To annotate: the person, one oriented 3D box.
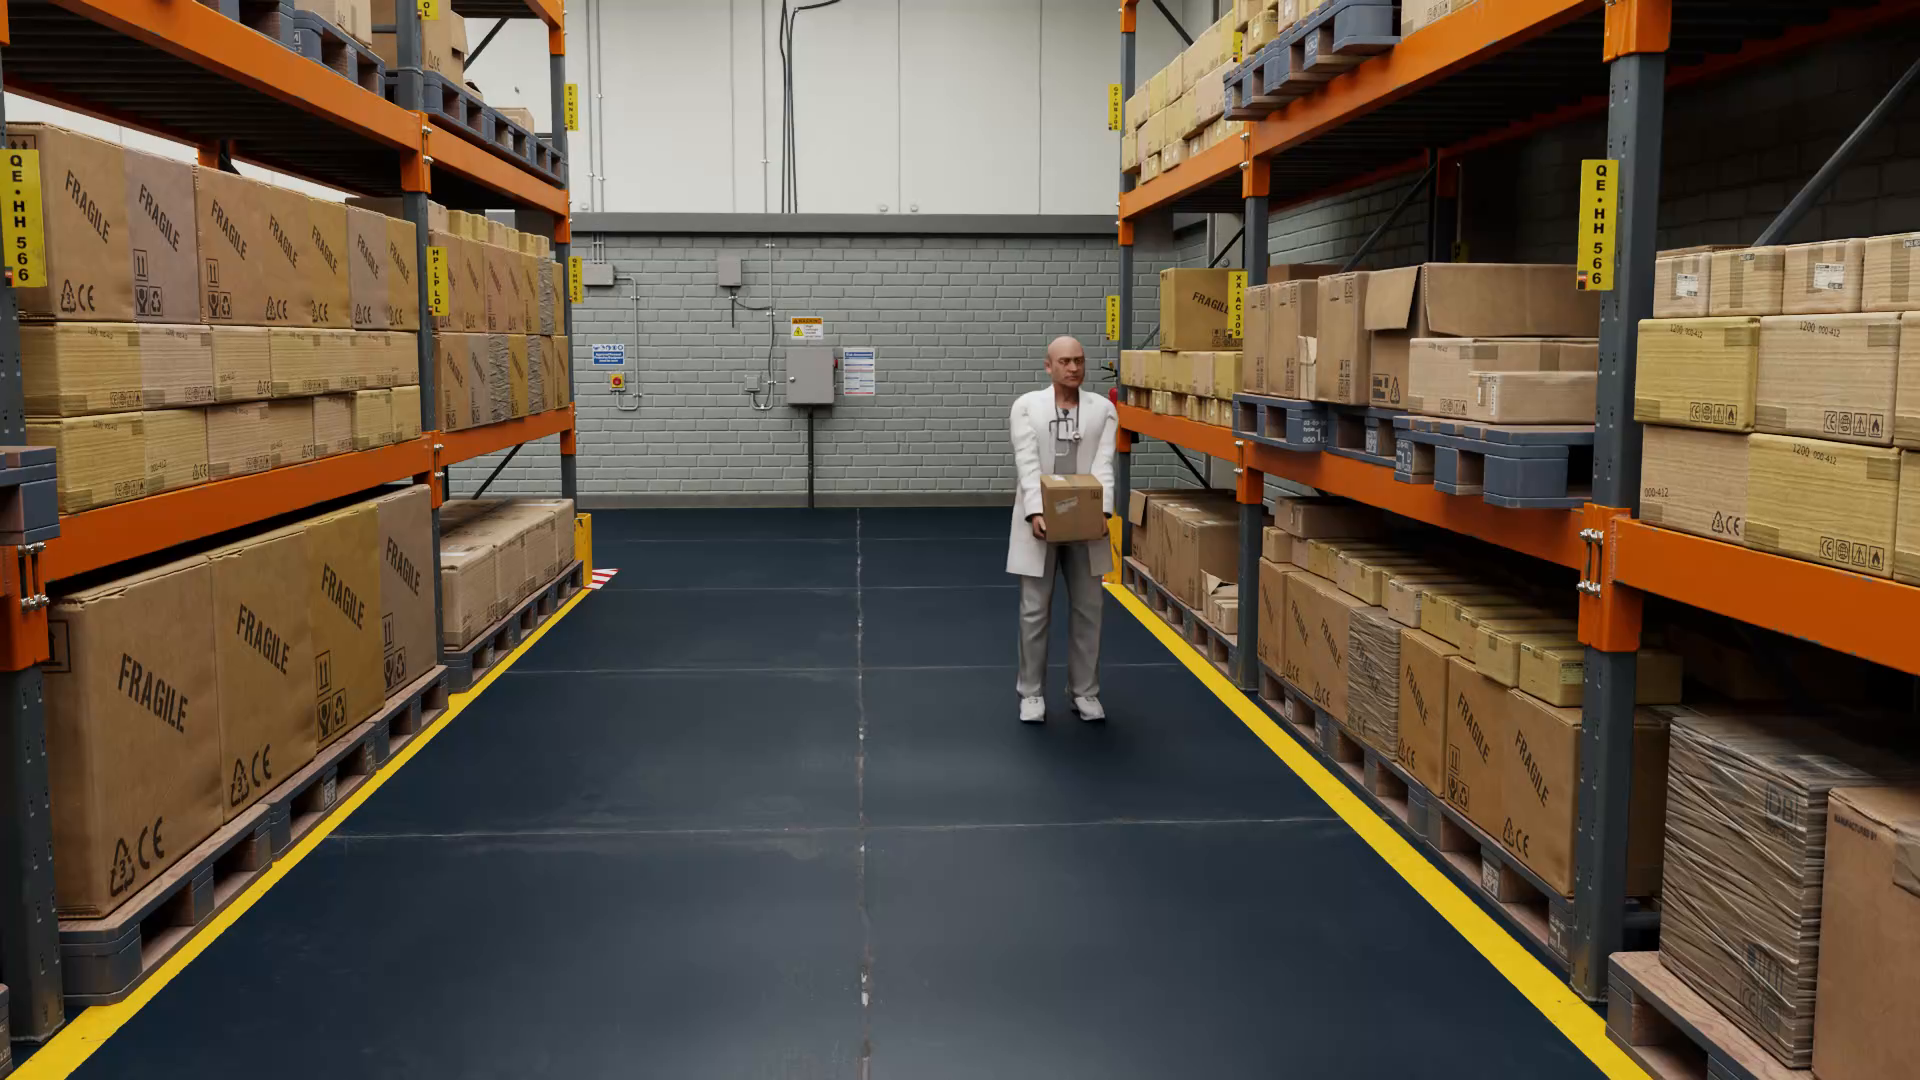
[{"bbox_3d":[0.483,-0.042,7.674,0.528,1.781,0.565,-1,7,-6],"label":"person"}]
